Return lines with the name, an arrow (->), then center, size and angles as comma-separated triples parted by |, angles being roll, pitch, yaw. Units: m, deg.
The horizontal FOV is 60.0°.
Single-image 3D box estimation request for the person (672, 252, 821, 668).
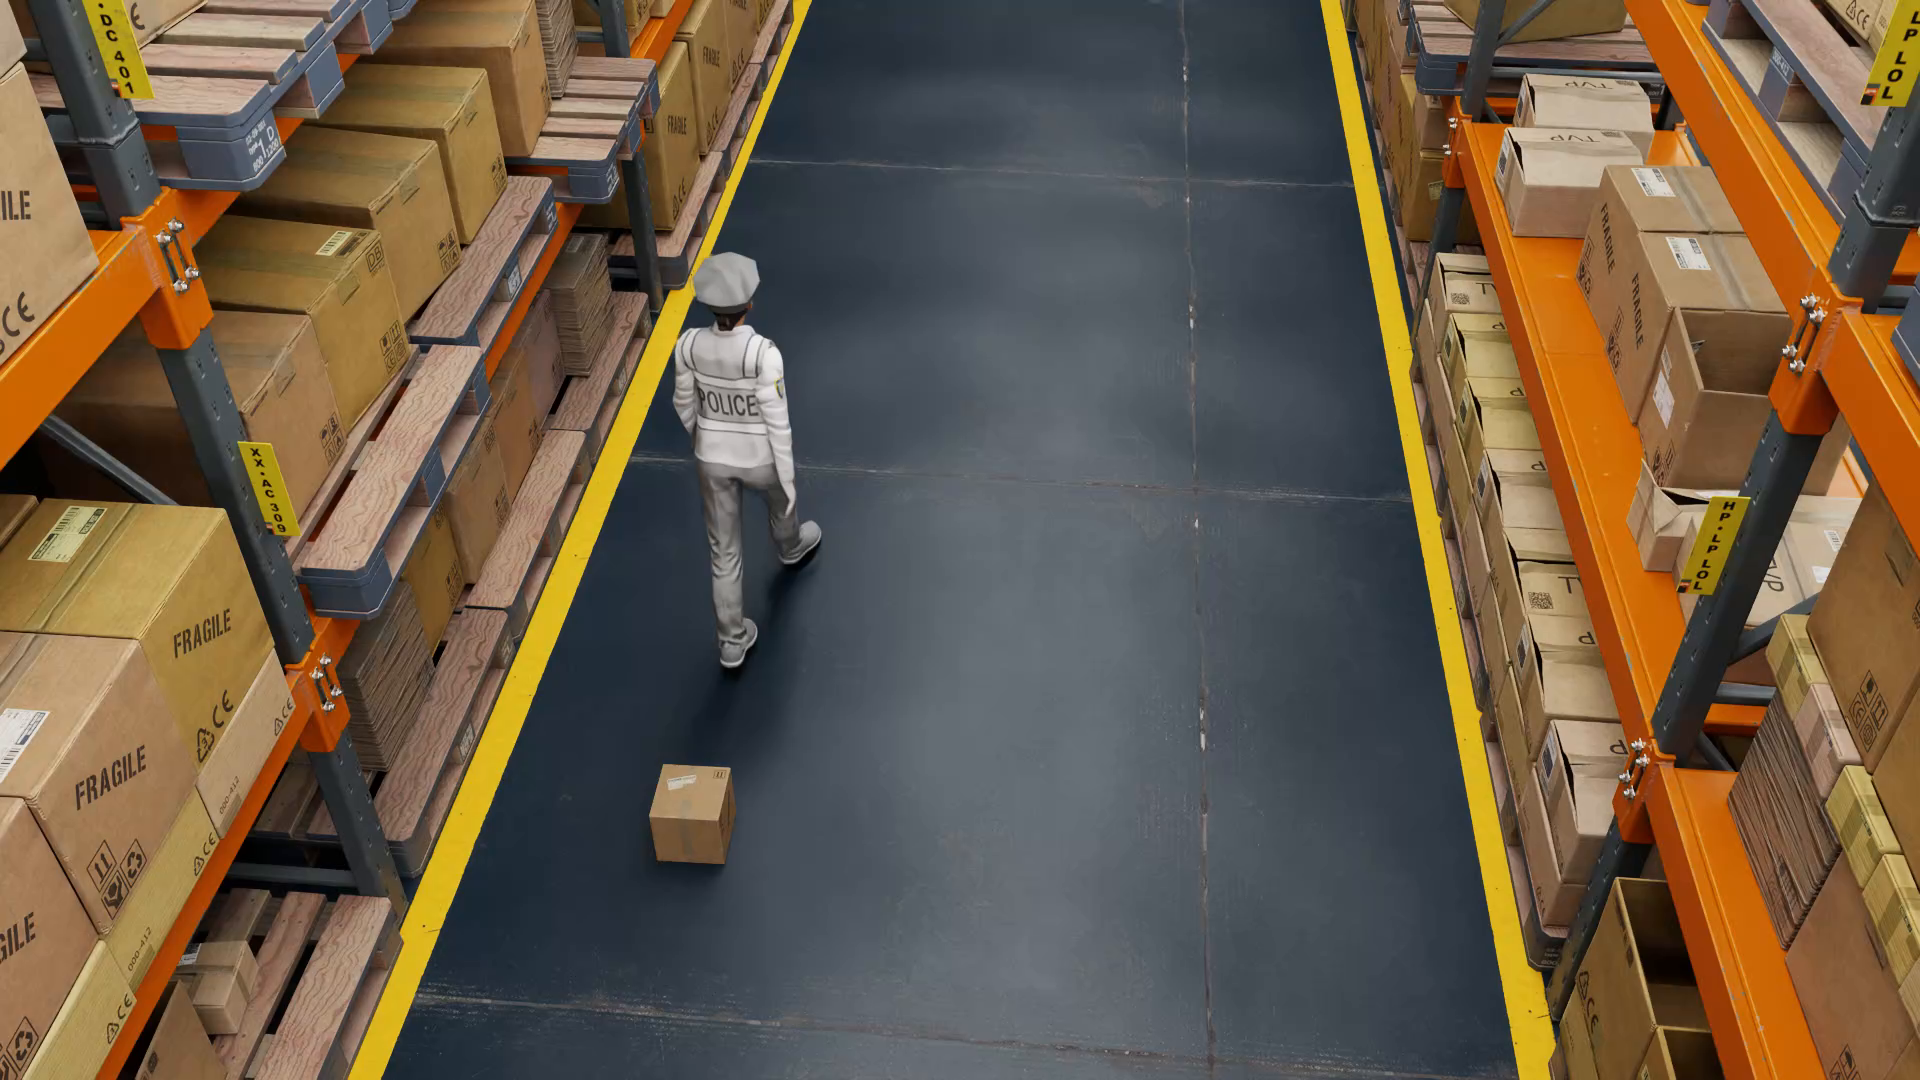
person -> -0.867, -0.380, 6.575 | 0.509, 1.619, 0.948 | 5, 41, 6
